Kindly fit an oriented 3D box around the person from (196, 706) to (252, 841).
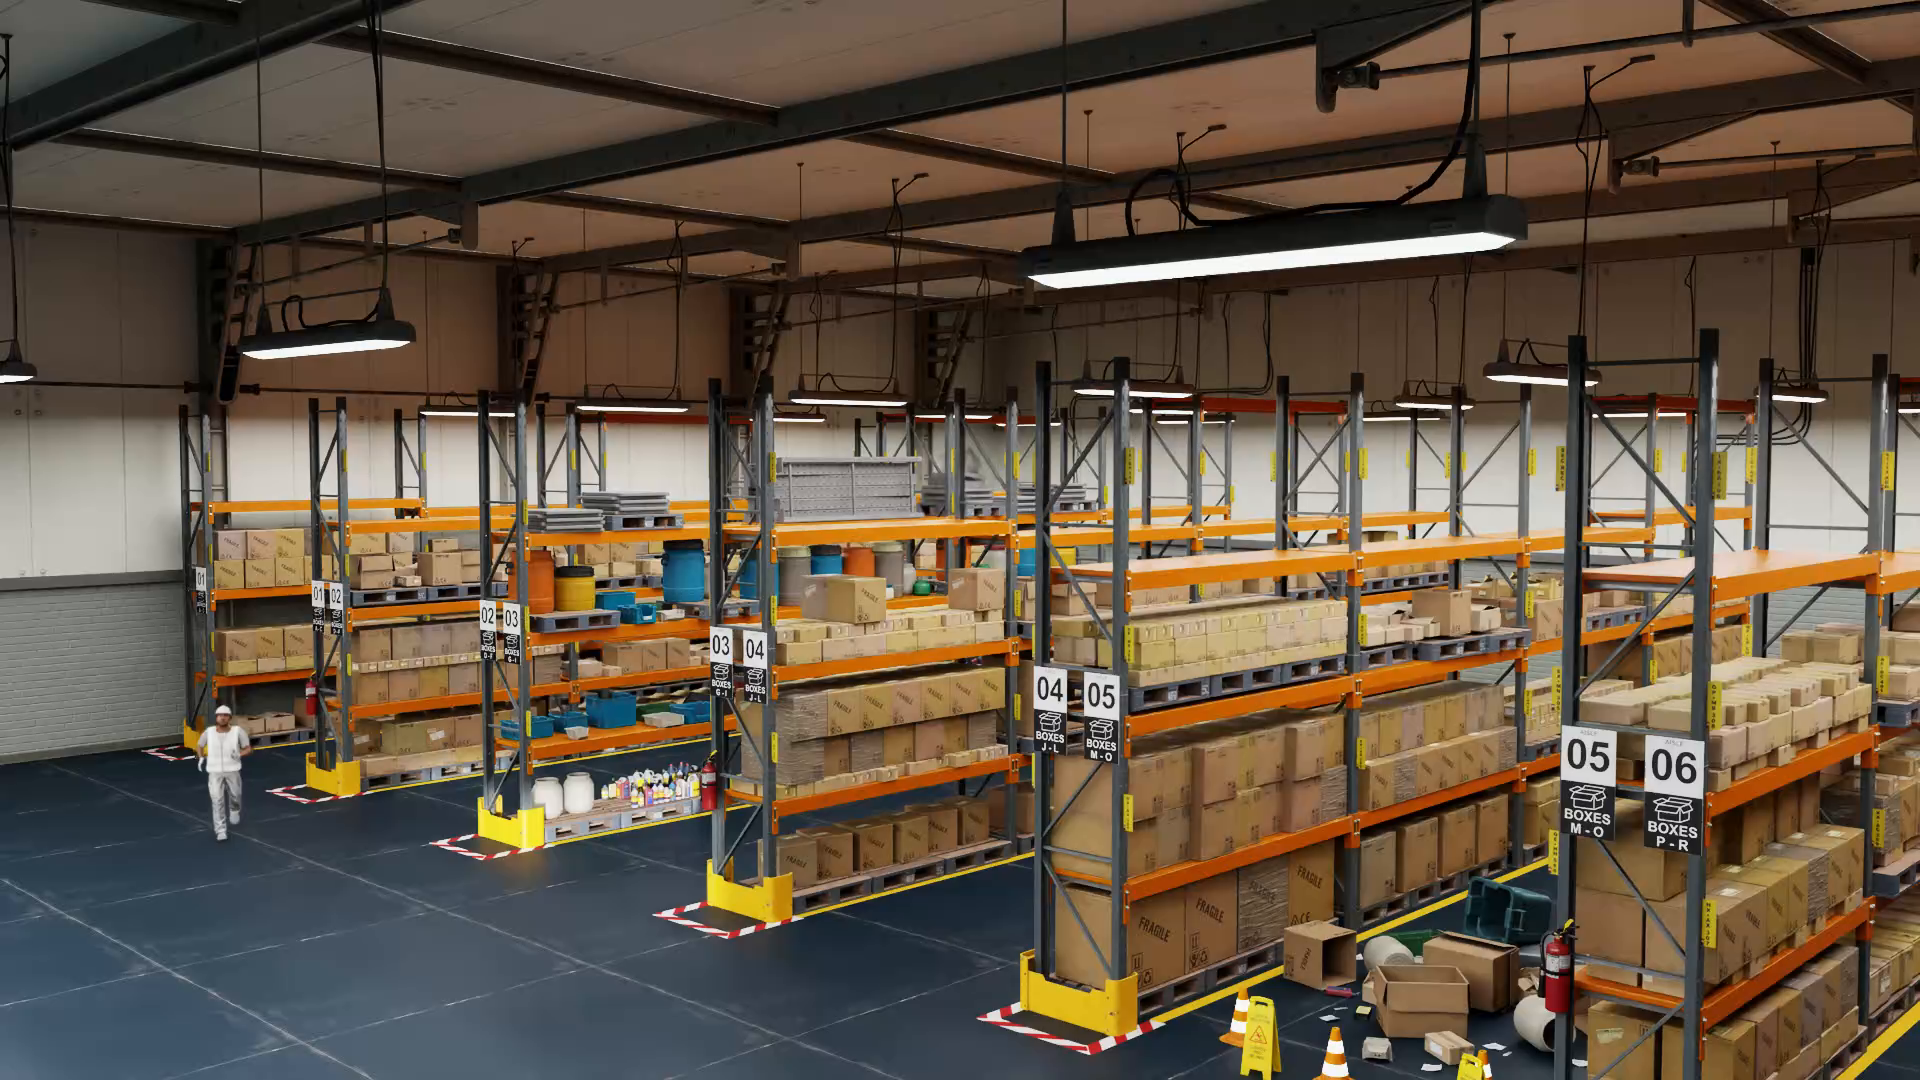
[{"bbox_3d":[-9.884,3.109,22.330,0.698,1.758,0.846,-1,3,-20],"label":"person"}]
